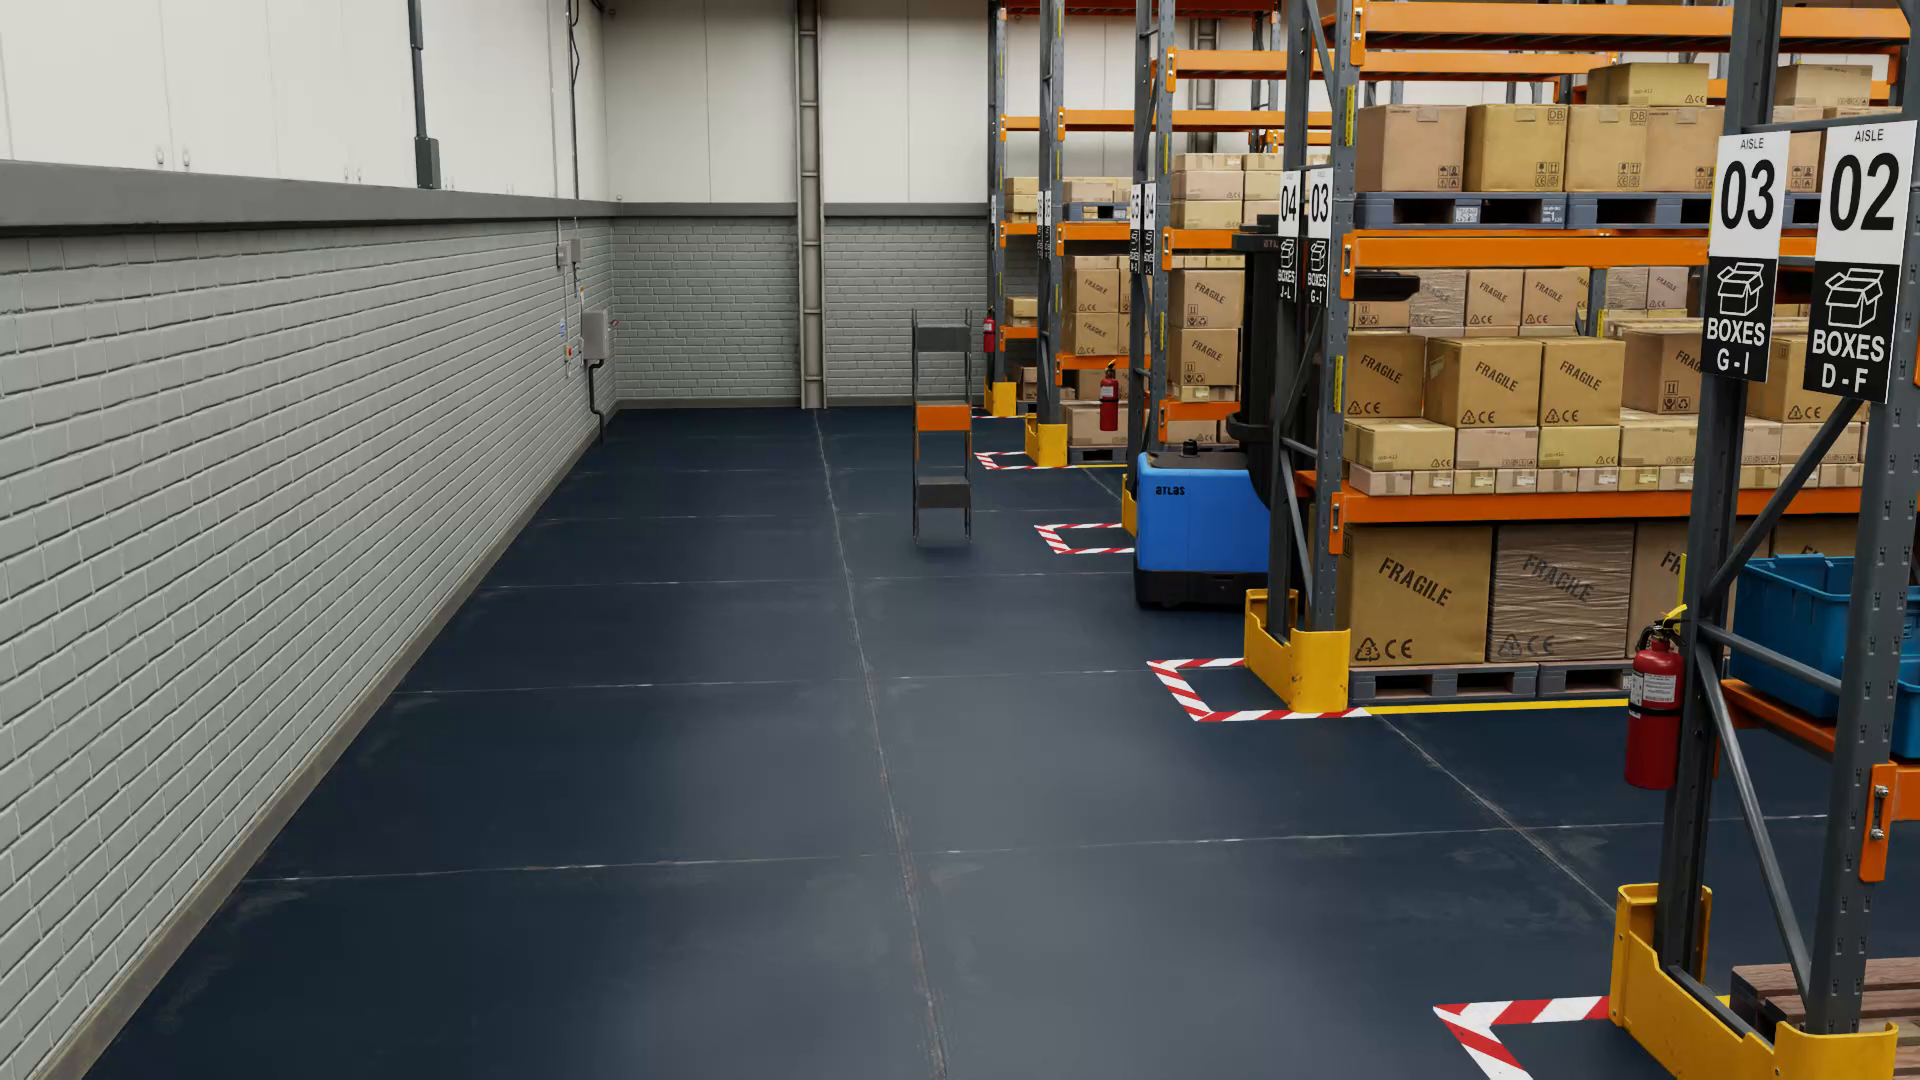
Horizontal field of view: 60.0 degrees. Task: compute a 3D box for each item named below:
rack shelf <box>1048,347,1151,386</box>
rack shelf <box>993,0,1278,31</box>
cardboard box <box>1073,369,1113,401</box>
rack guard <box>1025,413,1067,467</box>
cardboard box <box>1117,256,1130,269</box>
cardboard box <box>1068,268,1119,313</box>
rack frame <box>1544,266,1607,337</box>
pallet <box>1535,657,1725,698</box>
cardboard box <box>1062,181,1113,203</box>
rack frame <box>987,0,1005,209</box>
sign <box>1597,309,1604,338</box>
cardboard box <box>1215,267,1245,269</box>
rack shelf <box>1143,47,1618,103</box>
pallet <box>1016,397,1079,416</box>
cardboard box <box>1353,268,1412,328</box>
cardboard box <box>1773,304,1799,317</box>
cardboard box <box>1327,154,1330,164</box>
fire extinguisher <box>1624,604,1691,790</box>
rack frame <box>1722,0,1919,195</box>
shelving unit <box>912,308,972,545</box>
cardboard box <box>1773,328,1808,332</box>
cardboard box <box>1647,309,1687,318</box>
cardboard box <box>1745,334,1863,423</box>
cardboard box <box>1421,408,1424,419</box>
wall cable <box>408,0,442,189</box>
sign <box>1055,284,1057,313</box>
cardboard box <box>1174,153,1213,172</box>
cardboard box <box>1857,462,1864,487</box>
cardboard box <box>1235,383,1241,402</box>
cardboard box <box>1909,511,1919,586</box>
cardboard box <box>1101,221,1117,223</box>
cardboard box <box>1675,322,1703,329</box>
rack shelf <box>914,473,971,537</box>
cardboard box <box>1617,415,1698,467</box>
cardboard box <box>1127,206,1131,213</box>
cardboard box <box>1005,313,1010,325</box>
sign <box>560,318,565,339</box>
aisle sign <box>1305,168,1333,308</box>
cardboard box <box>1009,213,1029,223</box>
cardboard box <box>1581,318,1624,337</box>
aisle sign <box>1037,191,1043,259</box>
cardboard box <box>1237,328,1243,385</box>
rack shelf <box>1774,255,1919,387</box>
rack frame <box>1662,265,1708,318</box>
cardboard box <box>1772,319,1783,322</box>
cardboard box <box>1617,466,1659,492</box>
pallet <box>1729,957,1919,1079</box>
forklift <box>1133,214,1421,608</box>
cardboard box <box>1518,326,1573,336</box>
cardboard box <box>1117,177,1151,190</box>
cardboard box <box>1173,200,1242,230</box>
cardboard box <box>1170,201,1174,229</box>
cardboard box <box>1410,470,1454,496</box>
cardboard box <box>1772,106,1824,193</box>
[{"bbox_3d":[3.052,-2.136,20.204,4.000,0.370,1.077,-1,11,-6],"label":"rack shelf"},{"bbox_3d":[2.512,-7.662,24.146,4.000,0.370,1.077,-1,11,-6],"label":"rack shelf"},{"bbox_3d":[1.996,-2.384,24.990,0.500,0.500,0.700,-1,11,-4],"label":"cardboard box"},{"bbox_3d":[1.039,-1.220,20.161,0.348,0.500,1.175,-1,11,-6],"label":"rack guard"},{"bbox_3d":[1.970,-3.262,19.534,0.250,0.149,0.380,-1,11,-4],"label":"cardboard box"},{"bbox_3d":[1.571,-2.942,19.589,0.500,0.500,0.500,-1,11,-7],"label":"cardboard box"},{"bbox_3d":[5.675,-1.583,15.528,0.127,3.000,1.000,-1,11,-6],"label":"rack frame"},{"bbox_3d":[4.130,0.765,10.812,1.213,0.211,1.003,-1,11,-6],"label":"pallet"},{"bbox_3d":[1.501,-4.127,19.733,0.500,0.250,0.500,-2,11,-11],"label":"cardboard box"},{"bbox_3d":[0.524,-6.343,24.185,0.127,3.000,1.000,-1,11,-6],"label":"rack frame"},{"bbox_3d":[5.741,-1.904,14.916,0.005,0.325,0.100,-1,11,-6],"label":"sign"},{"bbox_3d":[2.630,-2.253,15.314,0.500,0.500,0.500,-2,11,-8],"label":"cardboard box"},{"bbox_3d":[3.687,-4.131,14.807,4.000,0.370,1.077,-1,11,-6],"label":"rack shelf"},{"bbox_3d":[1.392,-2.049,25.126,1.213,0.211,1.003,-1,11,-6],"label":"pallet"},{"bbox_3d":[3.700,-2.174,14.909,0.500,0.500,0.500,-2,11,-8],"label":"cardboard box"},{"bbox_3d":[10.006,-2.992,20.575,0.500,0.500,0.500,-1,11,-3],"label":"cardboard box"},{"bbox_3d":[3.337,-3.314,14.613,0.250,0.149,0.380,-1,11,-4],"label":"cardboard box"},{"bbox_3d":[2.469,0.540,5.895,0.183,0.674,0.296,-1,11,-6],"label":"fire extinguisher"},{"bbox_3d":[2.668,-2.541,4.845,0.127,3.000,1.000,-1,11,-6],"label":"rack frame"},{"bbox_3d":[-0.165,-1.027,15.030,0.503,2.100,0.431,-1,11,-6],"label":"shelving unit"},{"bbox_3d":[5.606,-1.109,10.791,0.500,0.500,0.500,-1,11,-6],"label":"cardboard box"},{"bbox_3d":[8.562,-2.727,20.437,0.500,0.250,0.500,-1,11,-6],"label":"cardboard box"},{"bbox_3d":[5.183,-1.000,10.234,0.500,0.500,0.500,-1,11,-5],"label":"cardboard box"},{"bbox_3d":[3.091,-0.691,10.604,0.500,0.250,0.500,-1,11,-7],"label":"cardboard box"},{"bbox_3d":[-3.860,-5.612,12.129,0.120,5.999,2.277,-1,11,-6],"label":"wall cable"},{"bbox_3d":[1.117,-2.804,19.289,0.005,0.325,0.100,-1,11,-6],"label":"sign"},{"bbox_3d":[2.045,-3.302,14.555,0.250,0.149,0.380,-1,11,-7],"label":"cardboard box"},{"bbox_3d":[5.586,-0.432,10.324,0.250,0.149,0.380,-1,11,-5],"label":"cardboard box"},{"bbox_3d":[2.578,-1.329,14.887,0.250,0.149,0.380,-2,11,-8],"label":"cardboard box"},{"bbox_3d":[6.744,0.189,10.931,0.875,0.875,1.225,-1,11,-6],"label":"cardboard box"},{"bbox_3d":[2.138,-4.732,24.417,0.250,0.149,0.380,-1,11,-7],"label":"cardboard box"},{"bbox_3d":[6.648,-1.890,15.108,0.250,0.149,0.380,-1,11,-6],"label":"cardboard box"},{"bbox_3d":[-0.165,-0.327,15.168,0.480,0.518,0.431,-1,11,-6],"label":"rack shelf"},{"bbox_3d":[4.174,-0.611,10.200,0.500,0.250,0.500,-1,11,-7],"label":"cardboard box"},{"bbox_3d":[2.519,-4.938,24.434,0.500,0.250,0.500,-1,11,-7],"label":"cardboard box"},{"bbox_3d":[0.824,-3.334,25.085,0.250,0.149,0.380,-1,11,-7],"label":"cardboard box"},{"bbox_3d":[-4.595,-2.447,19.222,0.001,0.218,0.327,-1,11,-6],"label":"sign"},{"bbox_3d":[2.094,-1.763,9.704,0.004,0.787,0.394,-1,11,-6],"label":"aisle sign"},{"bbox_3d":[0.866,-4.710,24.306,0.250,0.149,0.380,-1,11,-5],"label":"cardboard box"},{"bbox_3d":[6.053,-2.004,15.688,0.250,0.149,0.380,-1,11,-3],"label":"cardboard box"},{"bbox_3d":[0.958,-3.781,19.966,0.004,0.787,0.394,-1,11,-6],"label":"aisle sign"},{"bbox_3d":[2.704,-1.668,14.926,0.500,0.500,0.500,-1,11,-6],"label":"cardboard box"},{"bbox_3d":[4.657,-0.757,5.416,4.000,0.370,1.077,-1,11,-6],"label":"rack shelf"},{"bbox_3d":[9.017,-2.614,20.770,0.127,3.000,1.000,-1,11,-6],"label":"rack frame"},{"bbox_3d":[7.616,-2.037,15.855,0.250,0.149,0.380,-1,11,-7],"label":"cardboard box"},{"bbox_3d":[4.051,-0.400,10.160,0.250,0.149,0.380,-1,11,-8],"label":"cardboard box"},{"bbox_3d":[3.492,1.762,5.742,1.213,0.211,1.003,-1,11,-6],"label":"pallet"},{"bbox_3d":[2.882,-0.983,12.652,3.031,2.935,1.130,1,11,4],"label":"forklift"},{"bbox_3d":[5.225,-1.714,15.163,0.500,0.500,0.500,-1,11,-6],"label":"cardboard box"},{"bbox_3d":[2.503,-5.182,24.380,0.500,0.250,0.500,-1,11,-5],"label":"cardboard box"},{"bbox_3d":[2.172,-2.859,14.628,0.500,0.250,0.500,-1,11,-4],"label":"cardboard box"},{"bbox_3d":[2.122,-2.959,15.136,0.500,0.250,0.500,-1,11,-7],"label":"cardboard box"},{"bbox_3d":[2.777,-0.373,10.024,0.250,0.149,0.380,-1,11,-7],"label":"cardboard box"},{"bbox_3d":[4.803,-2.368,10.136,0.500,0.500,0.700,-1,11,-3],"label":"cardboard box"}]
